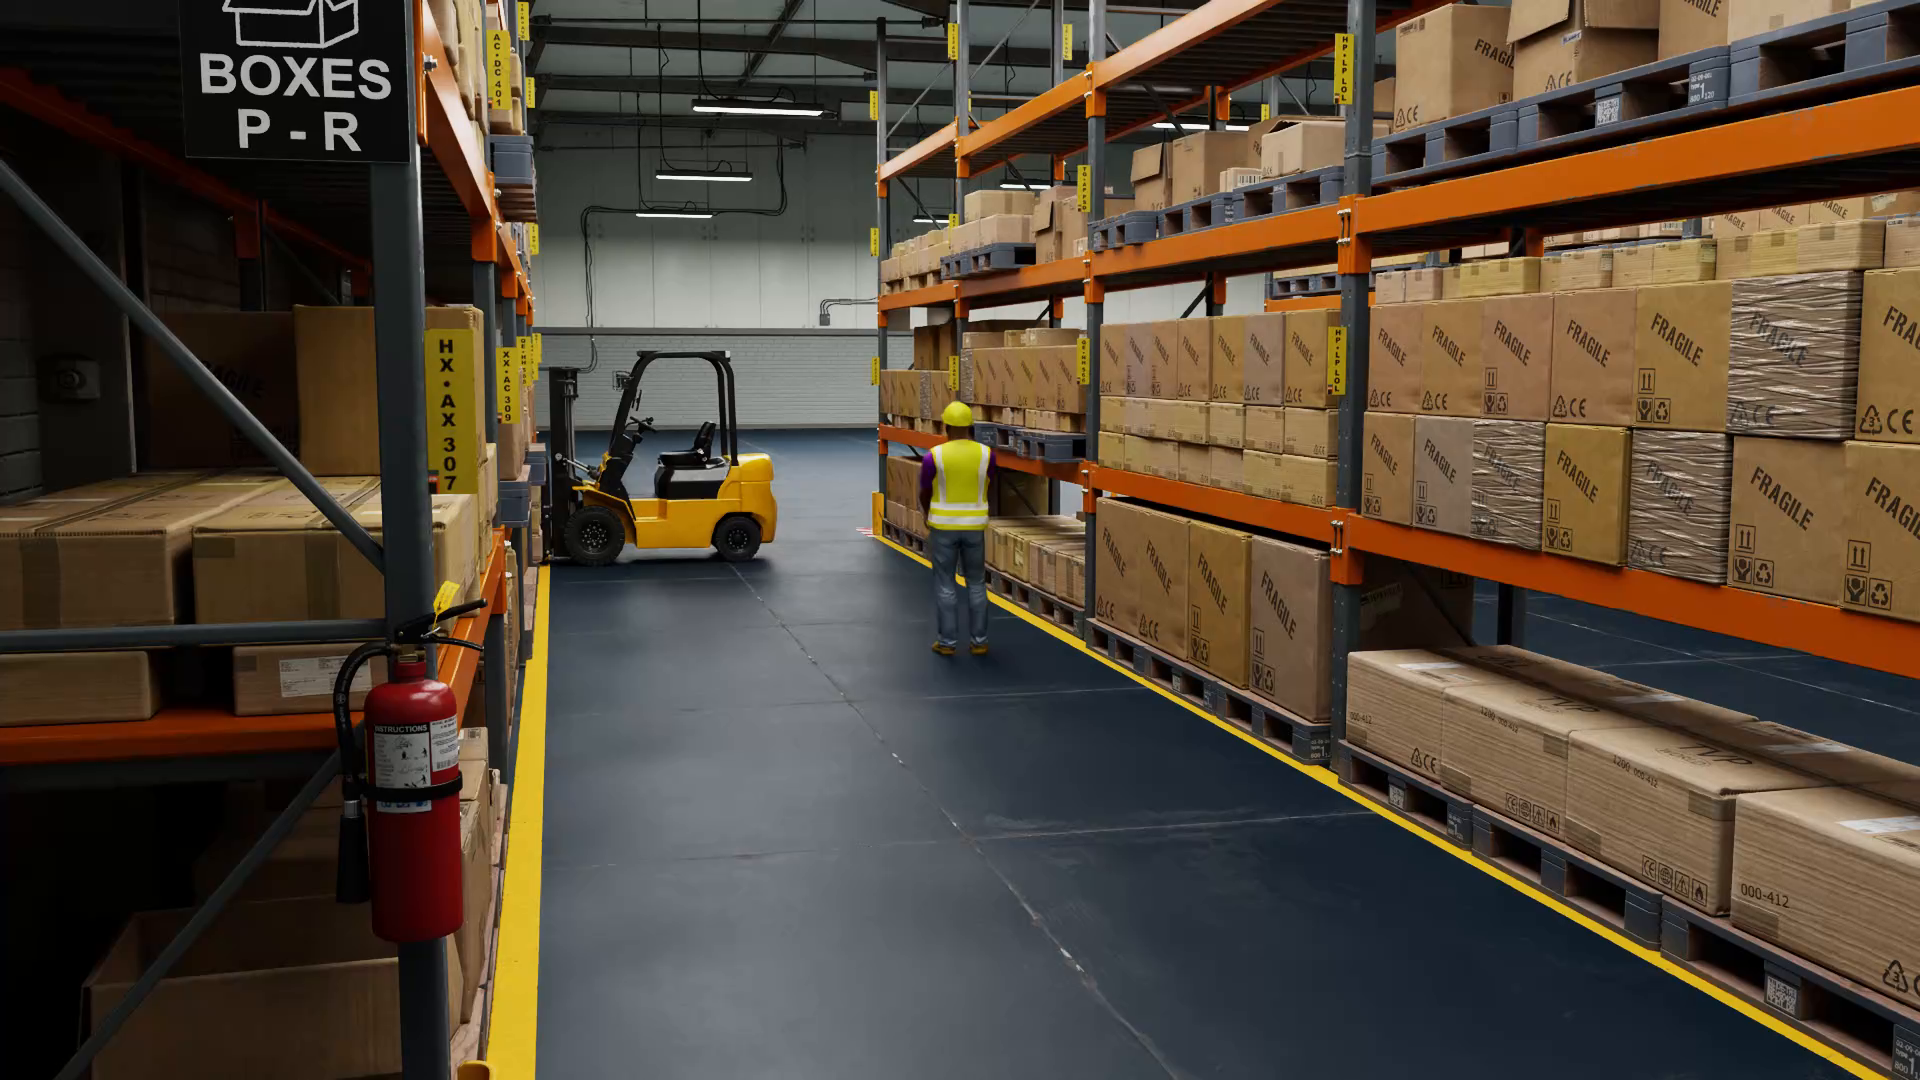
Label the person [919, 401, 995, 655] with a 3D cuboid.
[{"bbox_3d":[-0.037,-0.089,11.658,0.538,1.772,0.560,-2,6,-14],"label":"person"}]
